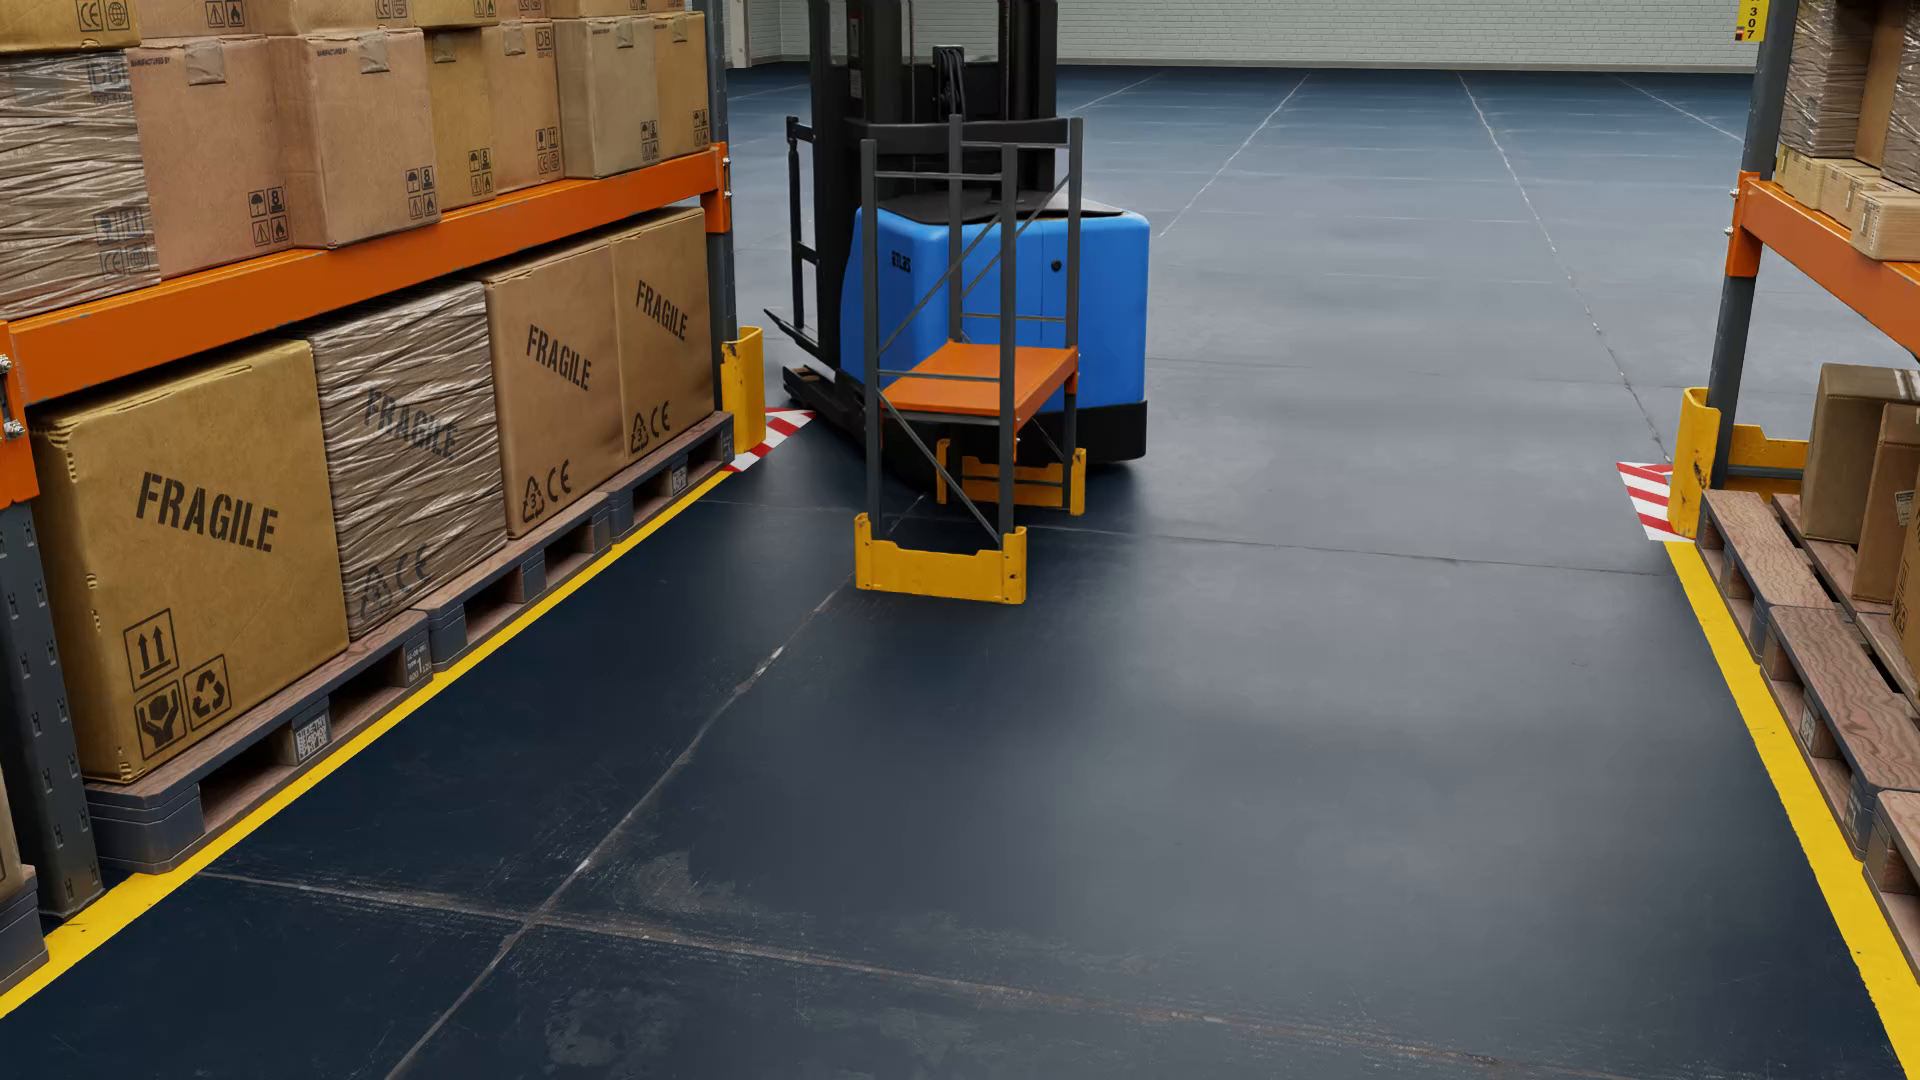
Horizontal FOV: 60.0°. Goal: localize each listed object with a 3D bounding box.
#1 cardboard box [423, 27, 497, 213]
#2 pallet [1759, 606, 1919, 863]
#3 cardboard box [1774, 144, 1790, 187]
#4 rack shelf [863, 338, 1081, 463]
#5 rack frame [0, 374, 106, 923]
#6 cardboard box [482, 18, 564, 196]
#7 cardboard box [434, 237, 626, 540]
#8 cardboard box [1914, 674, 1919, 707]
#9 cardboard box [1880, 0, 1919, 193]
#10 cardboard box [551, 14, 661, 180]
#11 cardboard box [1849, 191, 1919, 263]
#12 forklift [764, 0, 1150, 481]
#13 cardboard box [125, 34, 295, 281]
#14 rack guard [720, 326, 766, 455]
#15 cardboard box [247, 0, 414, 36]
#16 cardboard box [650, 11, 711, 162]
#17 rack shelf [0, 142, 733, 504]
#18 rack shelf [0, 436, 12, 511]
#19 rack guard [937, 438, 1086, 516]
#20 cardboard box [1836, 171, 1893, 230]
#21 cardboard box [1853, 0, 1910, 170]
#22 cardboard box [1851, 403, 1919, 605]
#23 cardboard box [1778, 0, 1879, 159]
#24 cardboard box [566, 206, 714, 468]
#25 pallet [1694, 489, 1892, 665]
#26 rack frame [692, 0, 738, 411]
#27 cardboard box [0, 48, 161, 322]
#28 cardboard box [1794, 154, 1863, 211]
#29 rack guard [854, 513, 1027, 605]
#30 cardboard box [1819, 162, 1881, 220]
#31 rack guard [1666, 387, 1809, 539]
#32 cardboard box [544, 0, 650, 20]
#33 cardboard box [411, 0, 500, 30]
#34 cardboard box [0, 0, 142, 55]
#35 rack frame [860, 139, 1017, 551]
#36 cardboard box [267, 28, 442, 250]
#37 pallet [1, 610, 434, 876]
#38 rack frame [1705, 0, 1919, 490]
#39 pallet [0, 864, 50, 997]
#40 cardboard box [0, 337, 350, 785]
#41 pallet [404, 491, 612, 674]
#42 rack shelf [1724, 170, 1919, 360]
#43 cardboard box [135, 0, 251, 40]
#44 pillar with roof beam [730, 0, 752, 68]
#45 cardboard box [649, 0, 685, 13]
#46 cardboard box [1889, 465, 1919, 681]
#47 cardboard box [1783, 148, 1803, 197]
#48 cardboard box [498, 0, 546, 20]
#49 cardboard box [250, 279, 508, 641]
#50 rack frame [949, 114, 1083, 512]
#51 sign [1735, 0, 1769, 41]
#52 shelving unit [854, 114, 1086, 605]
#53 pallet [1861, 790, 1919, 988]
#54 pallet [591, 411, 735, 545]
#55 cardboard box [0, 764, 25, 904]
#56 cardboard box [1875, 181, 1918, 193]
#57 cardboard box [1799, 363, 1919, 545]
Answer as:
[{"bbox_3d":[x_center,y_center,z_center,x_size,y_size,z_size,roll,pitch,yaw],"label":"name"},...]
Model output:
[{"bbox_3d":[-1.987,-1.323,5.188,0.875,0.550,0.500,5,19,13],"label":"cardboard box"},{"bbox_3d":[2.755,0.519,4.342,1.003,0.211,1.213,5,19,13],"label":"pallet"},{"bbox_3d":[3.005,-1.268,5.648,0.380,0.149,0.250,5,19,13],"label":"cardboard box"},{"bbox_3d":[0.068,-0.517,5.936,0.538,0.185,1.000,5,20,15],"label":"rack shelf"},{"bbox_3d":[-2.456,-0.627,3.383,1.000,3.000,0.127,5,19,13],"label":"rack frame"},{"bbox_3d":[-1.897,-1.492,5.684,0.875,0.550,0.550,5,19,13],"label":"cardboard box"},{"bbox_3d":[-1.793,-0.581,5.884,0.875,0.875,0.875,4,19,13],"label":"cardboard box"},{"bbox_3d":[2.673,0.277,3.953,0.500,0.500,0.500,3,19,9],"label":"cardboard box"},{"bbox_3d":[2.975,-1.156,4.316,0.875,0.500,0.500,5,19,13],"label":"cardboard box"},{"bbox_3d":[-1.639,-1.658,6.169,0.875,0.550,0.550,5,19,13],"label":"cardboard box"},{"bbox_3d":[2.545,-0.806,4.294,0.380,0.149,0.250,5,19,13],"label":"cardboard box"},{"bbox_3d":[-0.227,-2.060,7.685,1.130,2.935,3.031,-7,20,-20],"label":"forklift"},{"bbox_3d":[-2.265,-0.989,4.210,0.875,0.550,0.550,5,19,13],"label":"cardboard box"},{"bbox_3d":[-1.473,-0.706,7.480,1.175,0.500,0.348,5,19,13],"label":"rack guard"},{"bbox_3d":[-2.046,-1.662,4.510,0.875,0.550,0.550,5,19,13],"label":"cardboard box"},{"bbox_3d":[-1.526,-1.832,6.679,0.875,0.550,0.550,5,19,13],"label":"cardboard box"},{"bbox_3d":[-1.968,-0.914,5.335,1.077,0.370,4.000,5,19,13],"label":"rack shelf"},{"bbox_3d":[-2.945,0.340,1.664,1.077,0.370,4.000,5,19,13],"label":"rack shelf"},{"bbox_3d":[0.198,-0.248,6.526,0.587,0.250,0.087,5,20,15],"label":"rack guard"},{"bbox_3d":[2.741,-0.956,4.736,0.380,0.149,0.250,5,19,13],"label":"cardboard box"},{"bbox_3d":[3.139,-1.309,4.765,0.875,0.500,0.500,5,19,13],"label":"cardboard box"},{"bbox_3d":[3.024,-0.089,5.025,0.500,0.500,0.500,10,21,28],"label":"cardboard box"},{"bbox_3d":[3.145,-1.475,5.252,0.875,0.500,0.500,5,19,13],"label":"cardboard box"},{"bbox_3d":[-1.580,-0.856,6.692,0.875,0.875,0.875,5,19,14],"label":"cardboard box"},{"bbox_3d":[3.055,0.138,5.458,1.003,0.211,1.213,5,19,13],"label":"pallet"},{"bbox_3d":[-1.479,-1.881,7.054,1.000,3.000,0.127,5,19,13],"label":"rack frame"},{"bbox_3d":[-2.378,-0.815,3.700,0.875,0.550,0.550,5,19,13],"label":"cardboard box"},{"bbox_3d":[2.850,-1.114,5.198,0.380,0.149,0.250,5,19,13],"label":"cardboard box"},{"bbox_3d":[-0.068,0.063,5.618,0.587,0.250,0.087,5,20,15],"label":"rack guard"},{"bbox_3d":[2.809,-1.034,4.963,0.380,0.149,0.250,5,19,13],"label":"cardboard box"},{"bbox_3d":[3.288,-0.251,6.149,1.175,0.500,0.348,5,19,13],"label":"rack guard"},{"bbox_3d":[-1.652,-2.170,5.997,0.875,0.550,0.550,5,19,13],"label":"cardboard box"},{"bbox_3d":[-1.924,-1.829,4.999,0.875,0.550,0.500,5,19,13],"label":"cardboard box"},{"bbox_3d":[-2.333,-1.322,3.515,0.875,0.550,0.550,5,19,13],"label":"cardboard box"},{"bbox_3d":[-0.068,-0.529,5.415,0.500,1.500,0.032,5,20,15],"label":"rack frame"},{"bbox_3d":[-2.019,-1.149,4.679,0.875,0.550,0.550,5,19,13],"label":"cardboard box"},{"bbox_3d":[-2.194,0.460,4.514,1.003,0.211,1.213,5,19,13],"label":"pallet"},{"bbox_3d":[3.306,-1.458,5.814,1.000,3.000,0.127,5,19,13],"label":"rack frame"},{"bbox_3d":[-2.572,0.940,3.108,1.003,0.211,1.213,5,19,13],"label":"pallet"},{"bbox_3d":[-2.235,-0.012,4.220,0.875,0.875,0.875,5,19,14],"label":"cardboard box"},{"bbox_3d":[-1.898,0.077,5.637,1.003,0.211,1.213,5,19,13],"label":"pallet"},{"bbox_3d":[2.817,-0.490,4.095,1.077,0.370,4.000,5,19,13],"label":"rack shelf"},{"bbox_3d":[-2.311,-1.504,4.047,0.875,0.550,0.550,5,19,13],"label":"cardboard box"},{"bbox_3d":[-0.657,-14.386,34.383,9.100,9.000,0.400,5,19,13],"label":"pillar with roof beam"},{"bbox_3d":[-1.607,-2.350,6.523,0.875,0.550,0.550,5,19,13],"label":"cardboard box"},{"bbox_3d":[2.853,0.106,4.455,0.500,0.500,0.500,7,20,18],"label":"cardboard box"},{"bbox_3d":[2.926,-1.191,5.423,0.380,0.149,0.250,5,19,13],"label":"cardboard box"},{"bbox_3d":[-1.921,-2.005,5.515,0.875,0.550,0.550,5,19,13],"label":"cardboard box"},{"bbox_3d":[-2.018,-0.295,5.048,0.875,0.875,0.875,5,19,14],"label":"cardboard box"},{"bbox_3d":[0.203,-0.845,6.342,0.500,1.500,0.032,5,20,15],"label":"rack frame"},{"bbox_3d":[2.780,-1.910,5.800,0.100,0.325,0.005,5,19,13],"label":"sign"},{"bbox_3d":[0.065,-0.684,5.870,0.587,1.500,1.083,5,20,15],"label":"shelving unit"},{"bbox_3d":[2.459,0.902,3.219,1.003,0.211,1.213,5,19,13],"label":"pallet"},{"bbox_3d":[-1.598,-0.305,6.753,1.003,0.211,1.213,5,19,13],"label":"pallet"},{"bbox_3d":[-2.521,0.440,3.089,1.050,0.750,0.750,5,19,13],"label":"cardboard box"},{"bbox_3d":[2.706,-0.876,4.500,0.380,0.149,0.250,5,19,13],"label":"cardboard box"},{"bbox_3d":[3.137,-0.279,5.581,0.500,0.500,0.500,9,21,23],"label":"cardboard box"}]
